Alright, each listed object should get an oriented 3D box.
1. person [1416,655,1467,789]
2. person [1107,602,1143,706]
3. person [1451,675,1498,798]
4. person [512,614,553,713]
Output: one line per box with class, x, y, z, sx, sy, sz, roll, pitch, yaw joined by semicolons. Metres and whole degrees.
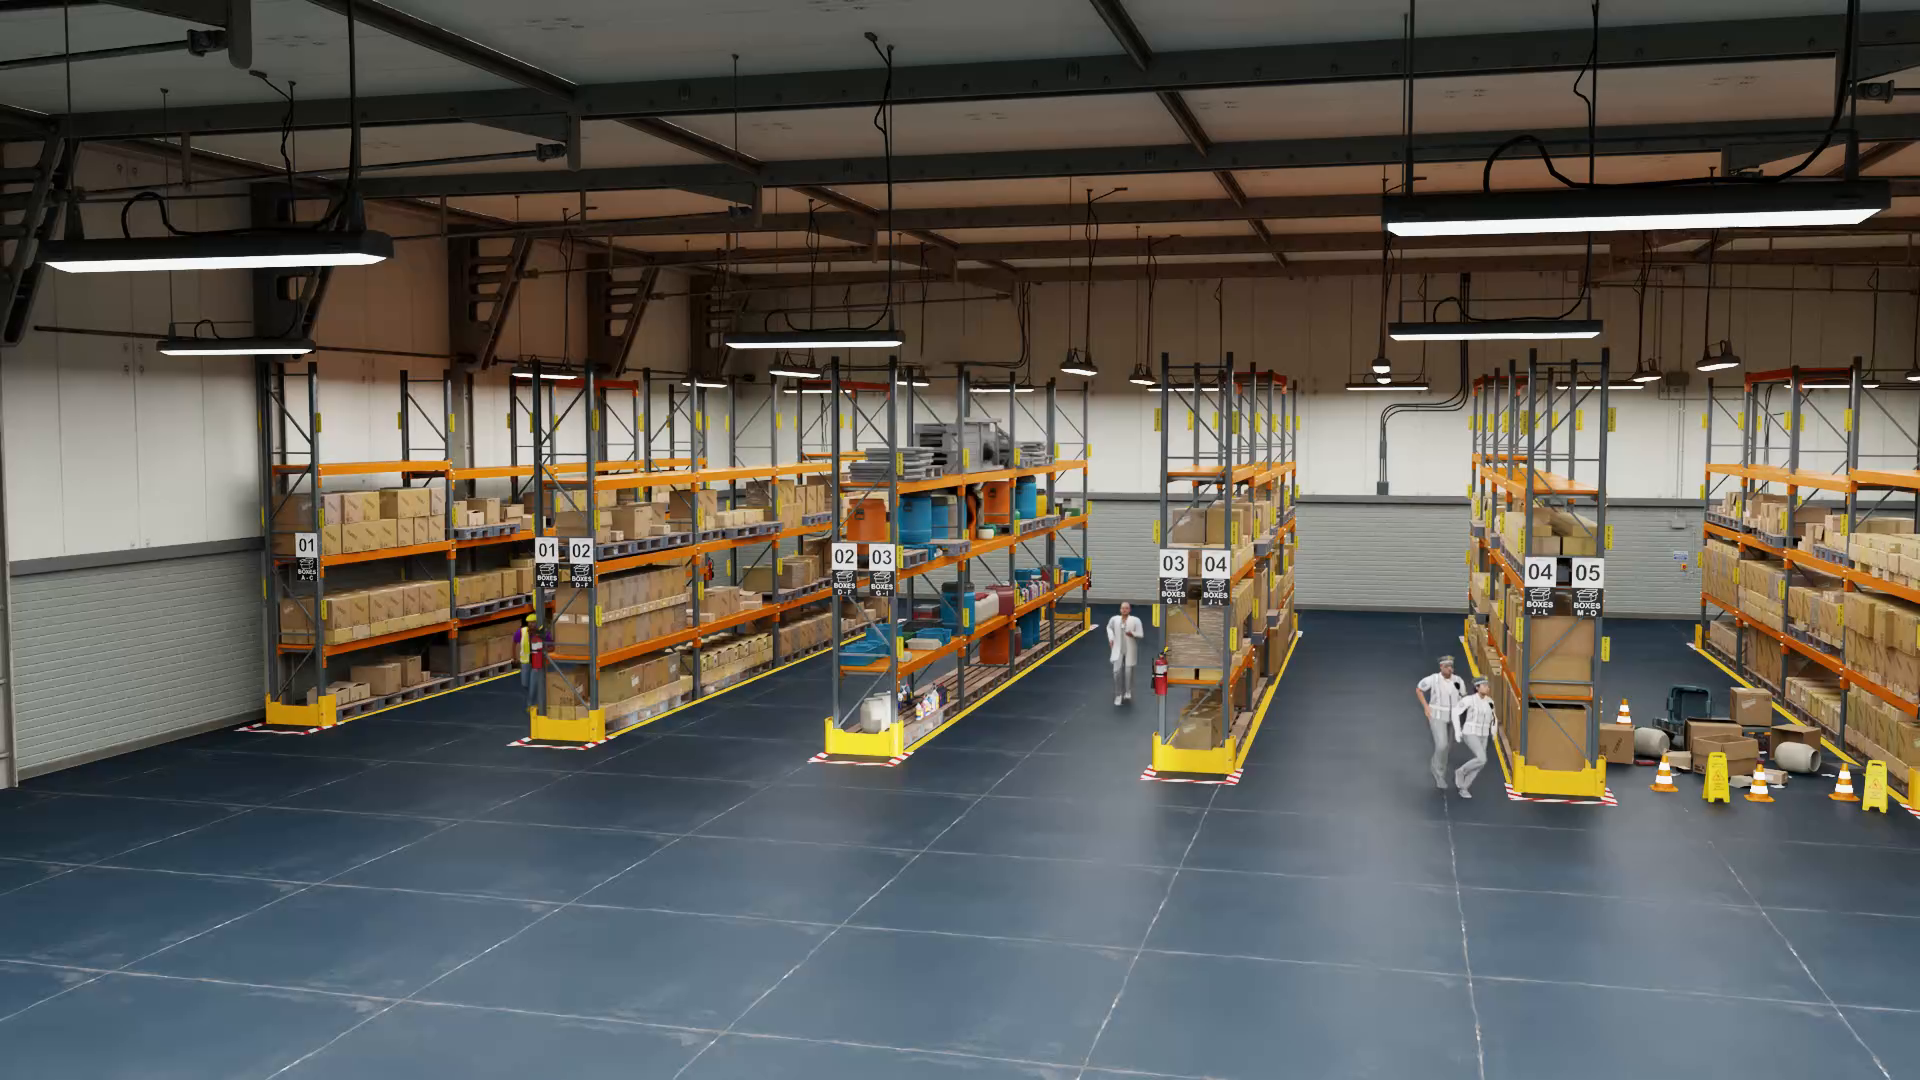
person;6.715;2.508;23.039;0.641;1.849;0.777;-1;4;-11
person;2.932;2.028;29.676;0.682;1.840;0.802;1;4;11
person;6.958;2.625;22.242;0.631;1.626;0.512;-2;4;-21
person;-7.436;2.131;28.930;0.740;1.717;0.699;0;4;2
